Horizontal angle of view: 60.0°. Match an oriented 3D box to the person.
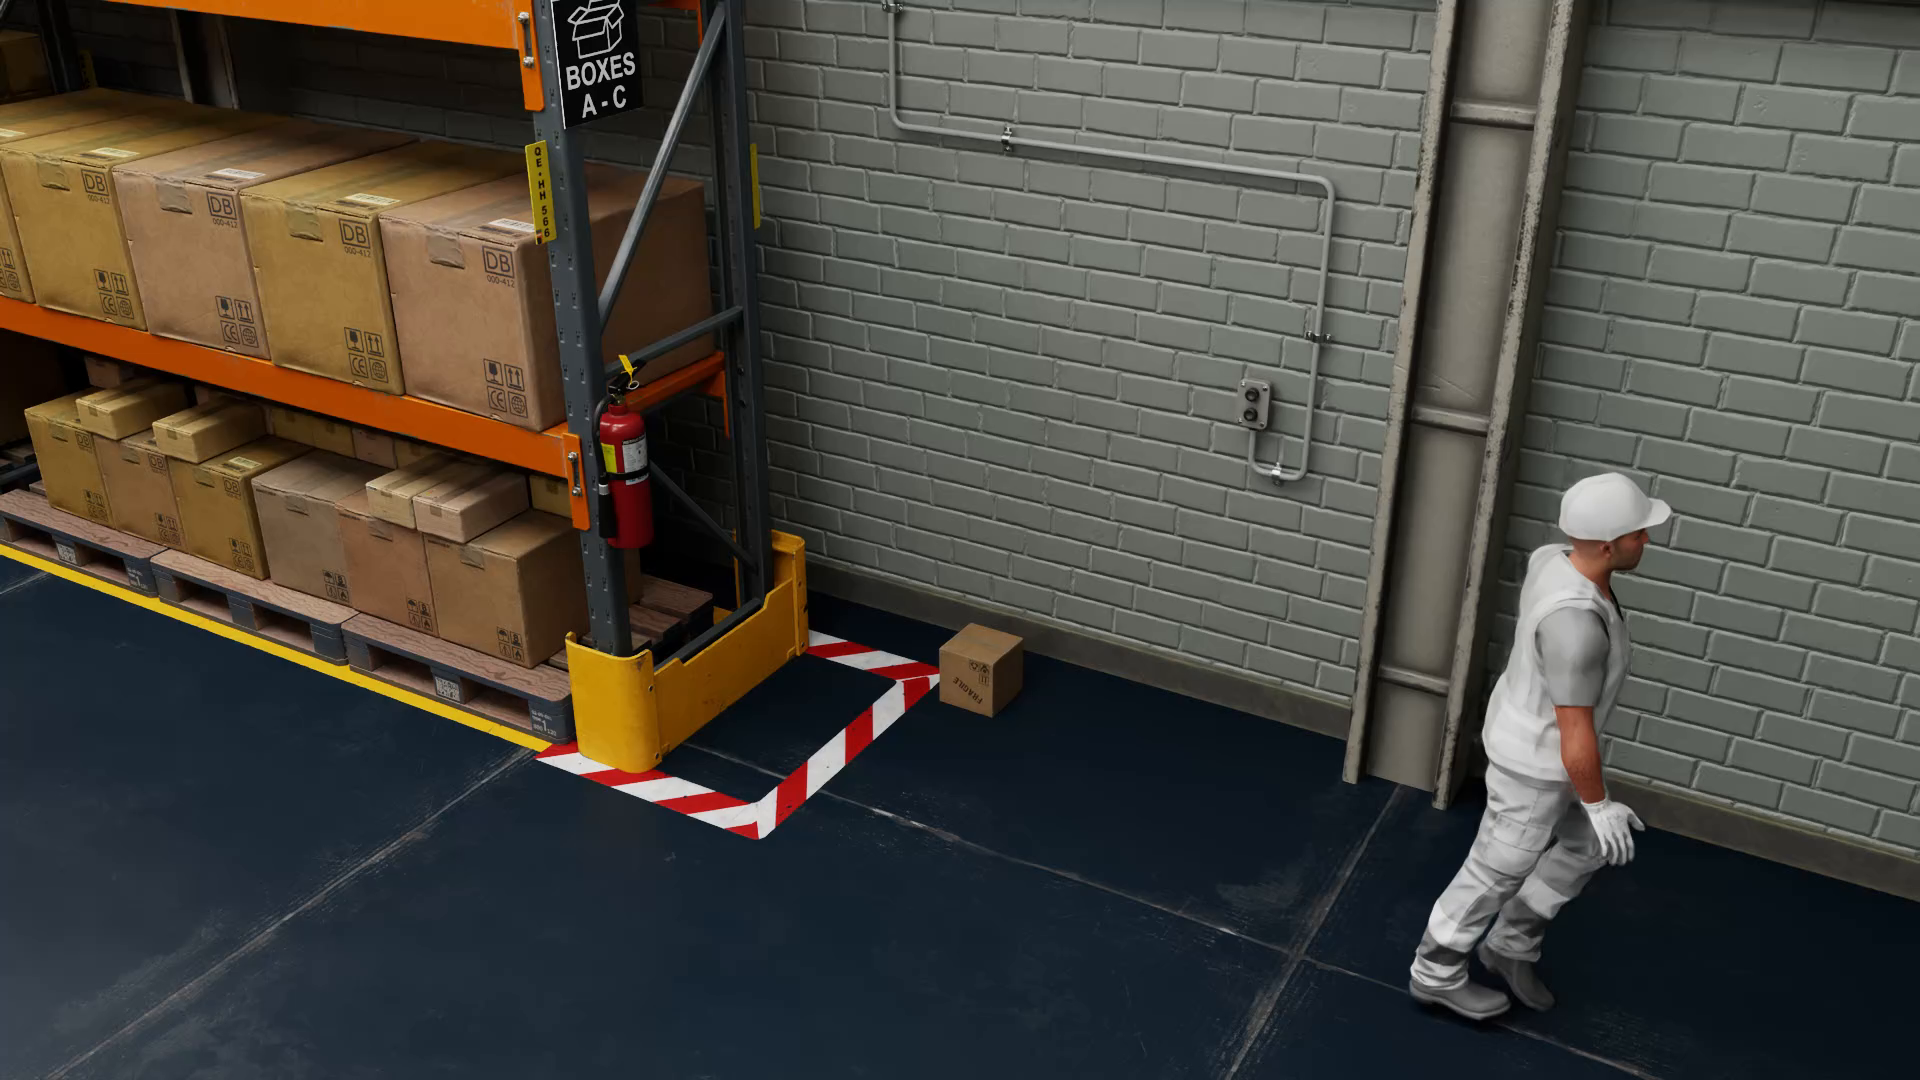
[{"bbox_3d":[1.673,0.637,4.791,0.540,1.827,0.666,7,27,14],"label":"person"}]
